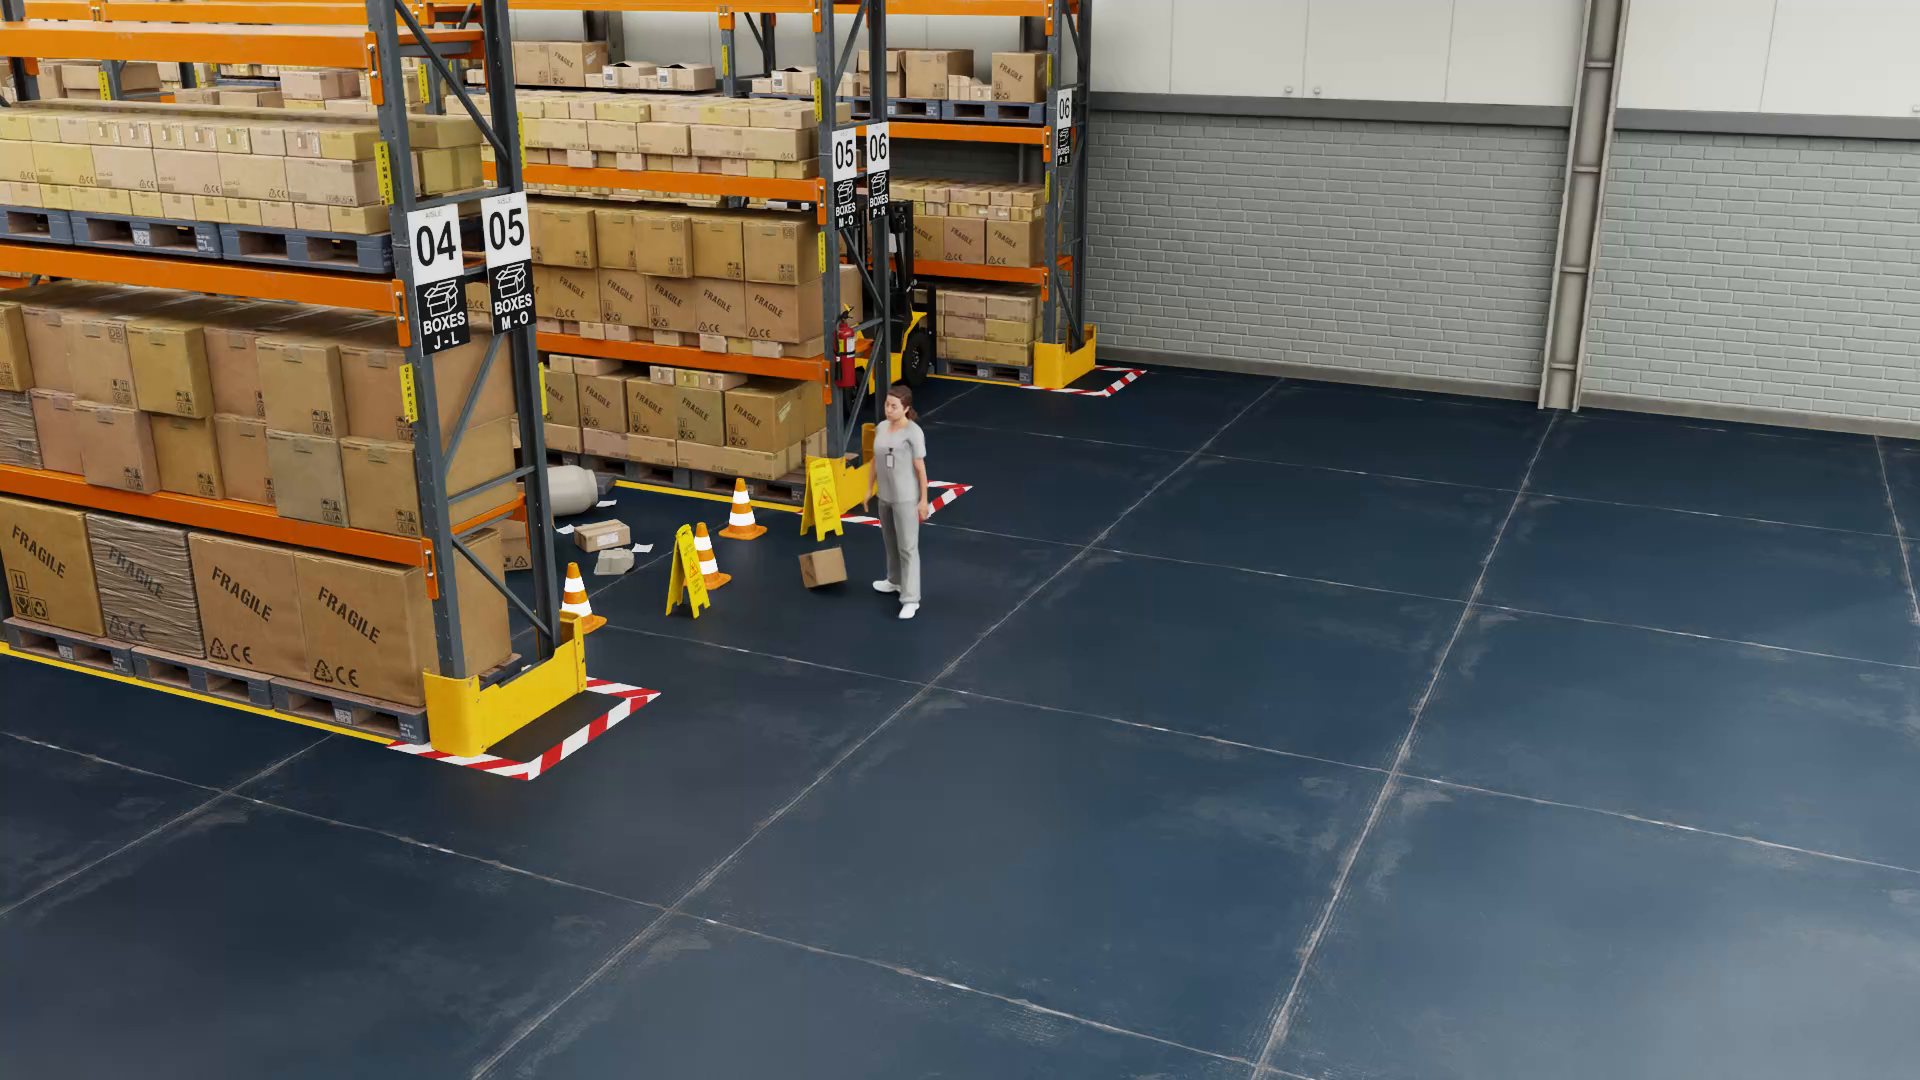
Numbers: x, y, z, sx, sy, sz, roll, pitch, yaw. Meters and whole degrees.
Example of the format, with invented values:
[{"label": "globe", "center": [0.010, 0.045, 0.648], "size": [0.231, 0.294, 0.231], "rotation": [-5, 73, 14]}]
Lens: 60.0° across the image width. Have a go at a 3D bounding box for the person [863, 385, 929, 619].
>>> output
[{"label": "person", "center": [-0.468, -0.323, 11.987], "size": [0.445, 1.675, 0.625], "rotation": [-17, 26, -41]}]
